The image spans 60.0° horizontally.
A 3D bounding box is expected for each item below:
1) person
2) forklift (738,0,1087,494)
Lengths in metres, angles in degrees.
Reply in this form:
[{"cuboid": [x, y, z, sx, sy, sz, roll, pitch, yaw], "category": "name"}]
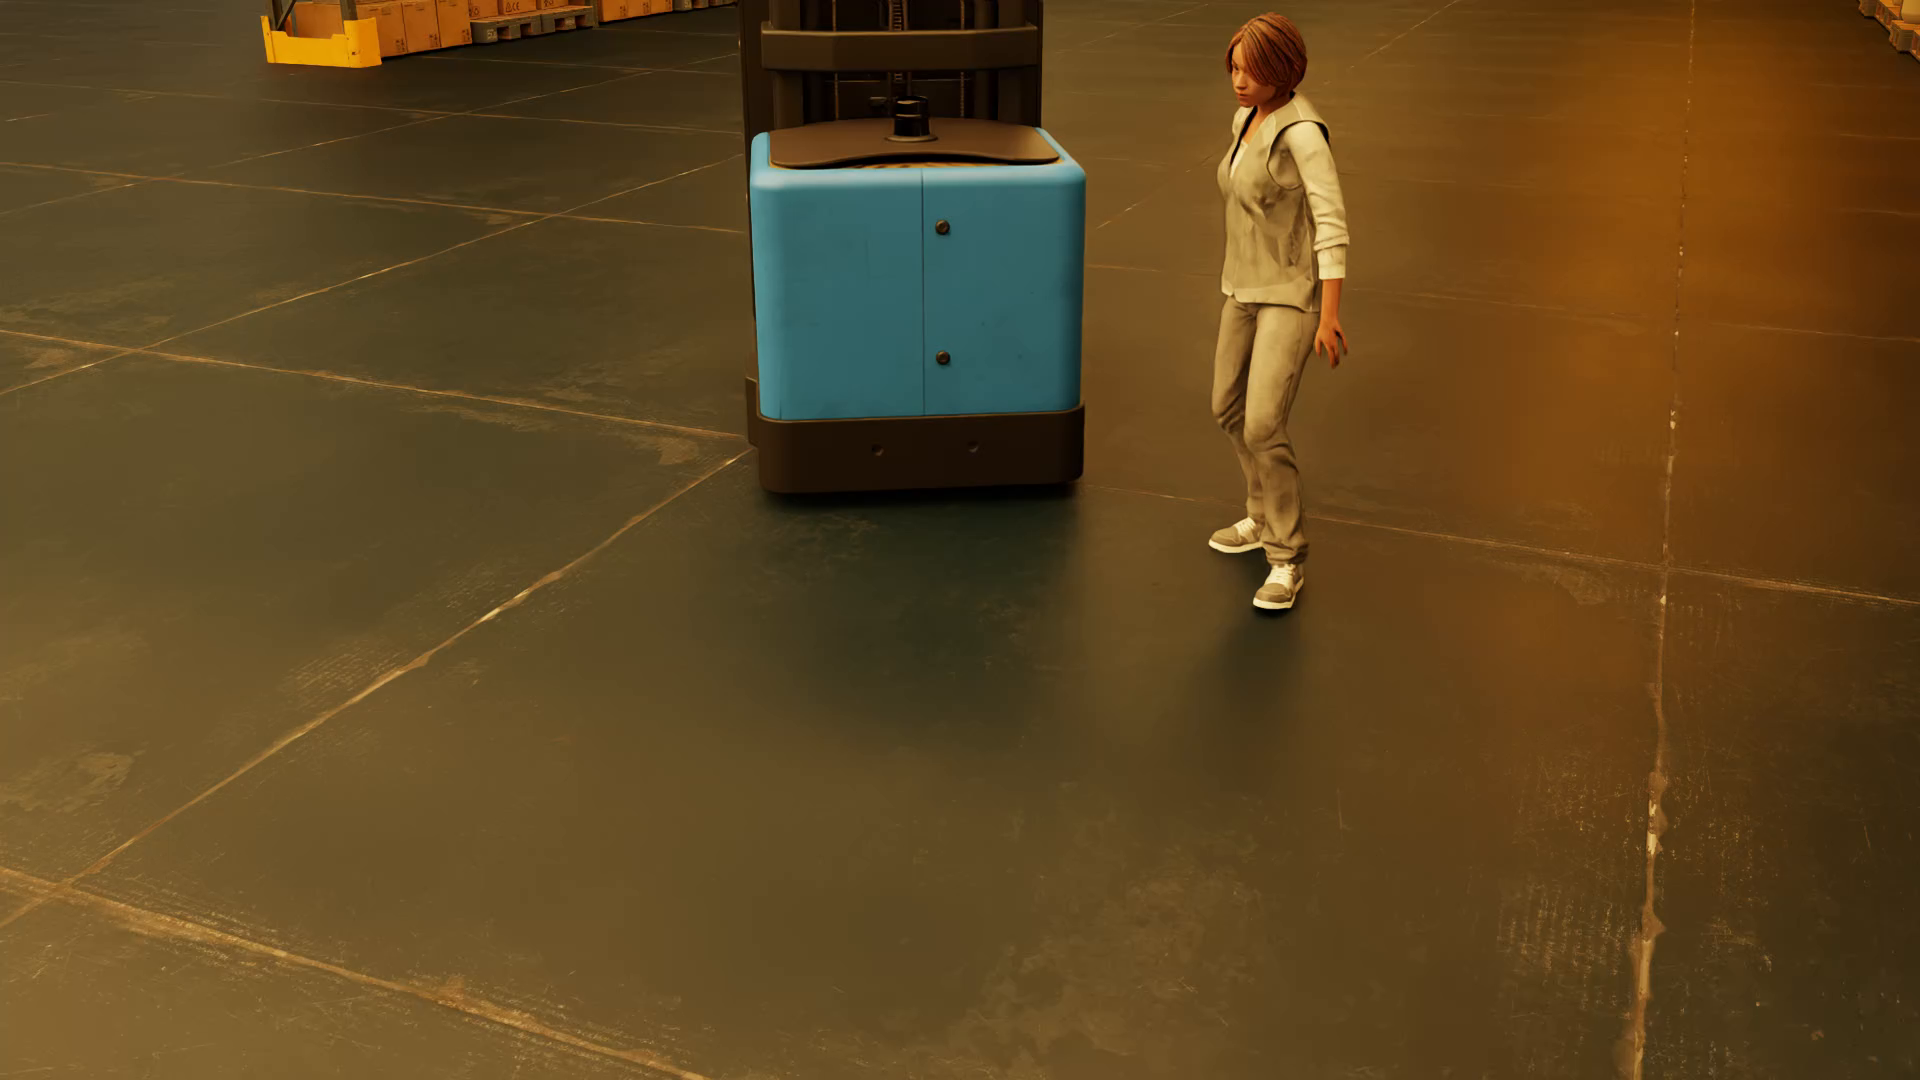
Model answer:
[{"cuboid": [0.880, -0.648, 4.636, 0.381, 1.566, 0.728, -6, 24, -15], "category": "person"}, {"cuboid": [-0.274, -2.030, 6.148, 1.130, 2.935, 3.031, -2, 23, -6], "category": "forklift"}]
